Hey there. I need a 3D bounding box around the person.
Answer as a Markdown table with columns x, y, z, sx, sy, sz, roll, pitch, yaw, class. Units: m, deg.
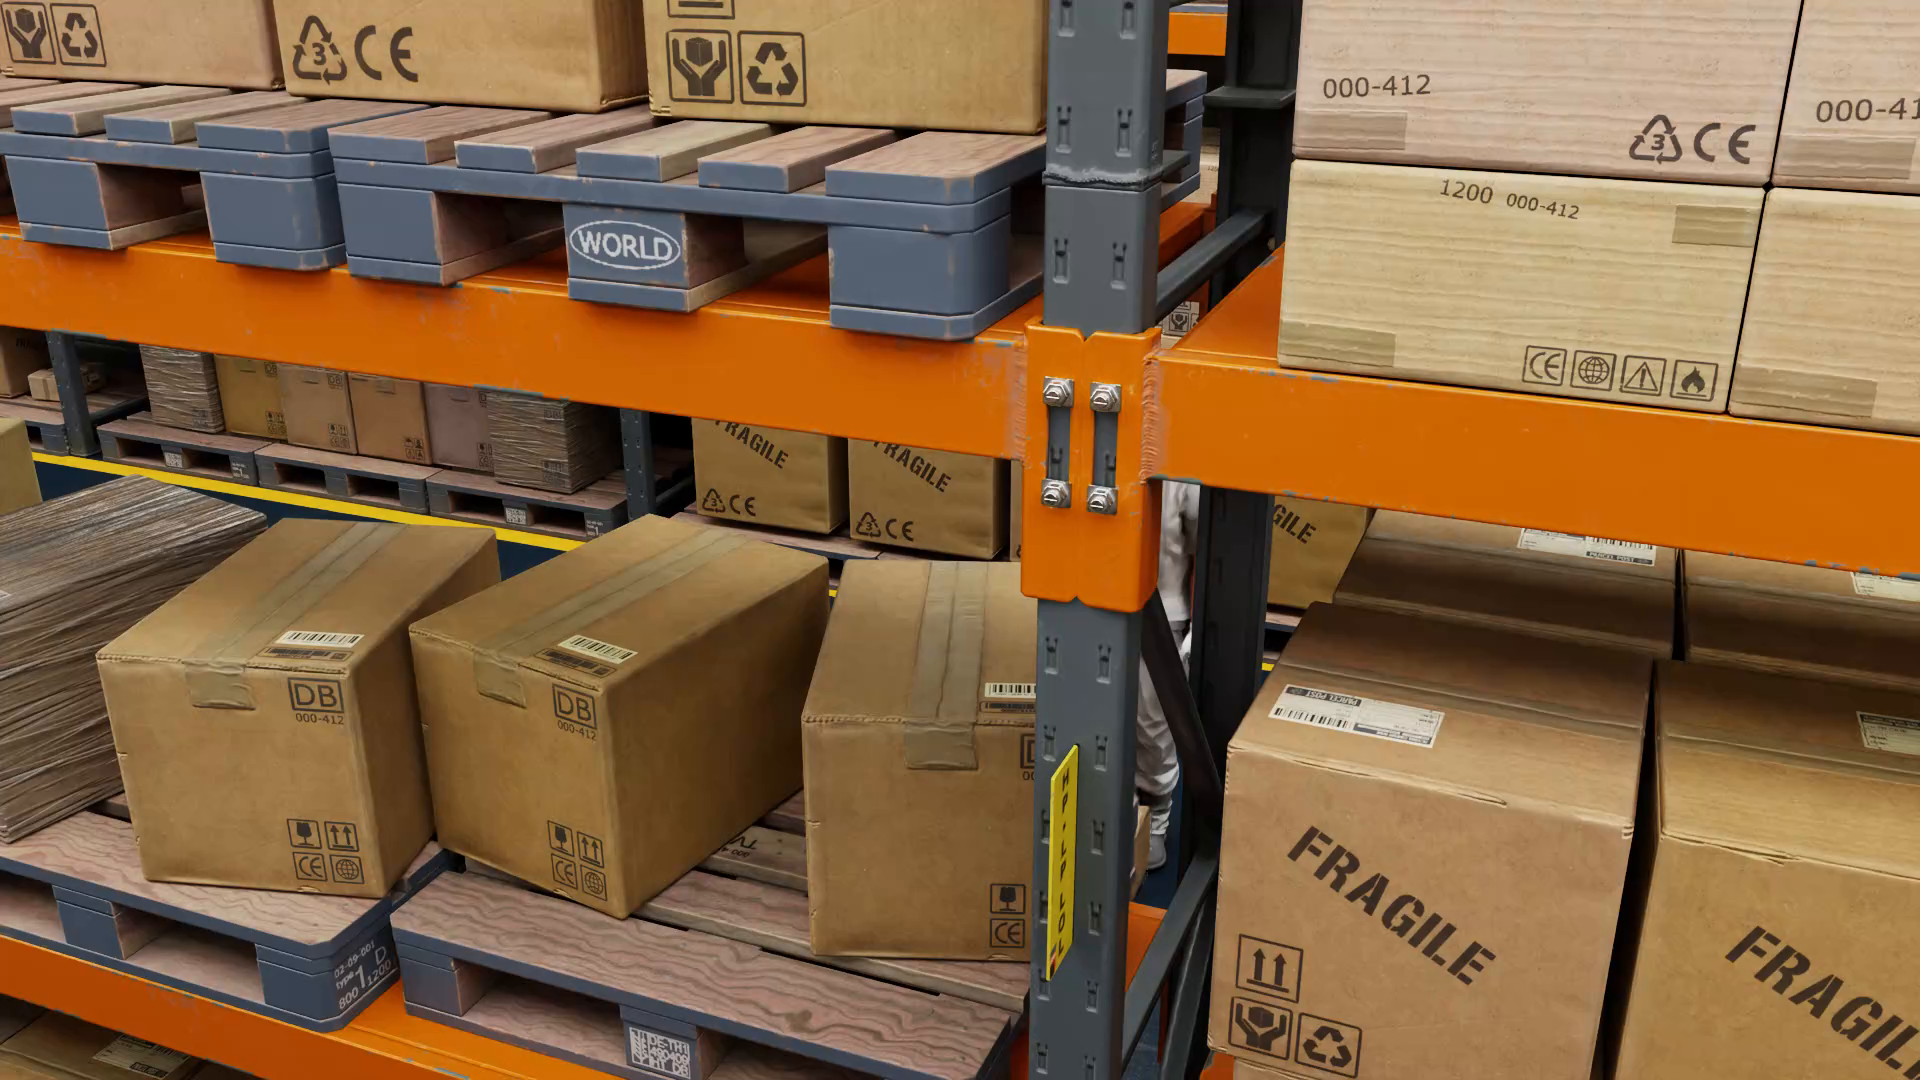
| x | y | z | sx | sy | sz | roll | pitch | yaw | class |
| --- | --- | --- | --- | --- | --- | --- | --- | --- | --- |
| 0.596 | 0.304 | 5.822 | 0.579 | 1.780 | 0.441 | 8 | 23 | 18 | person |
